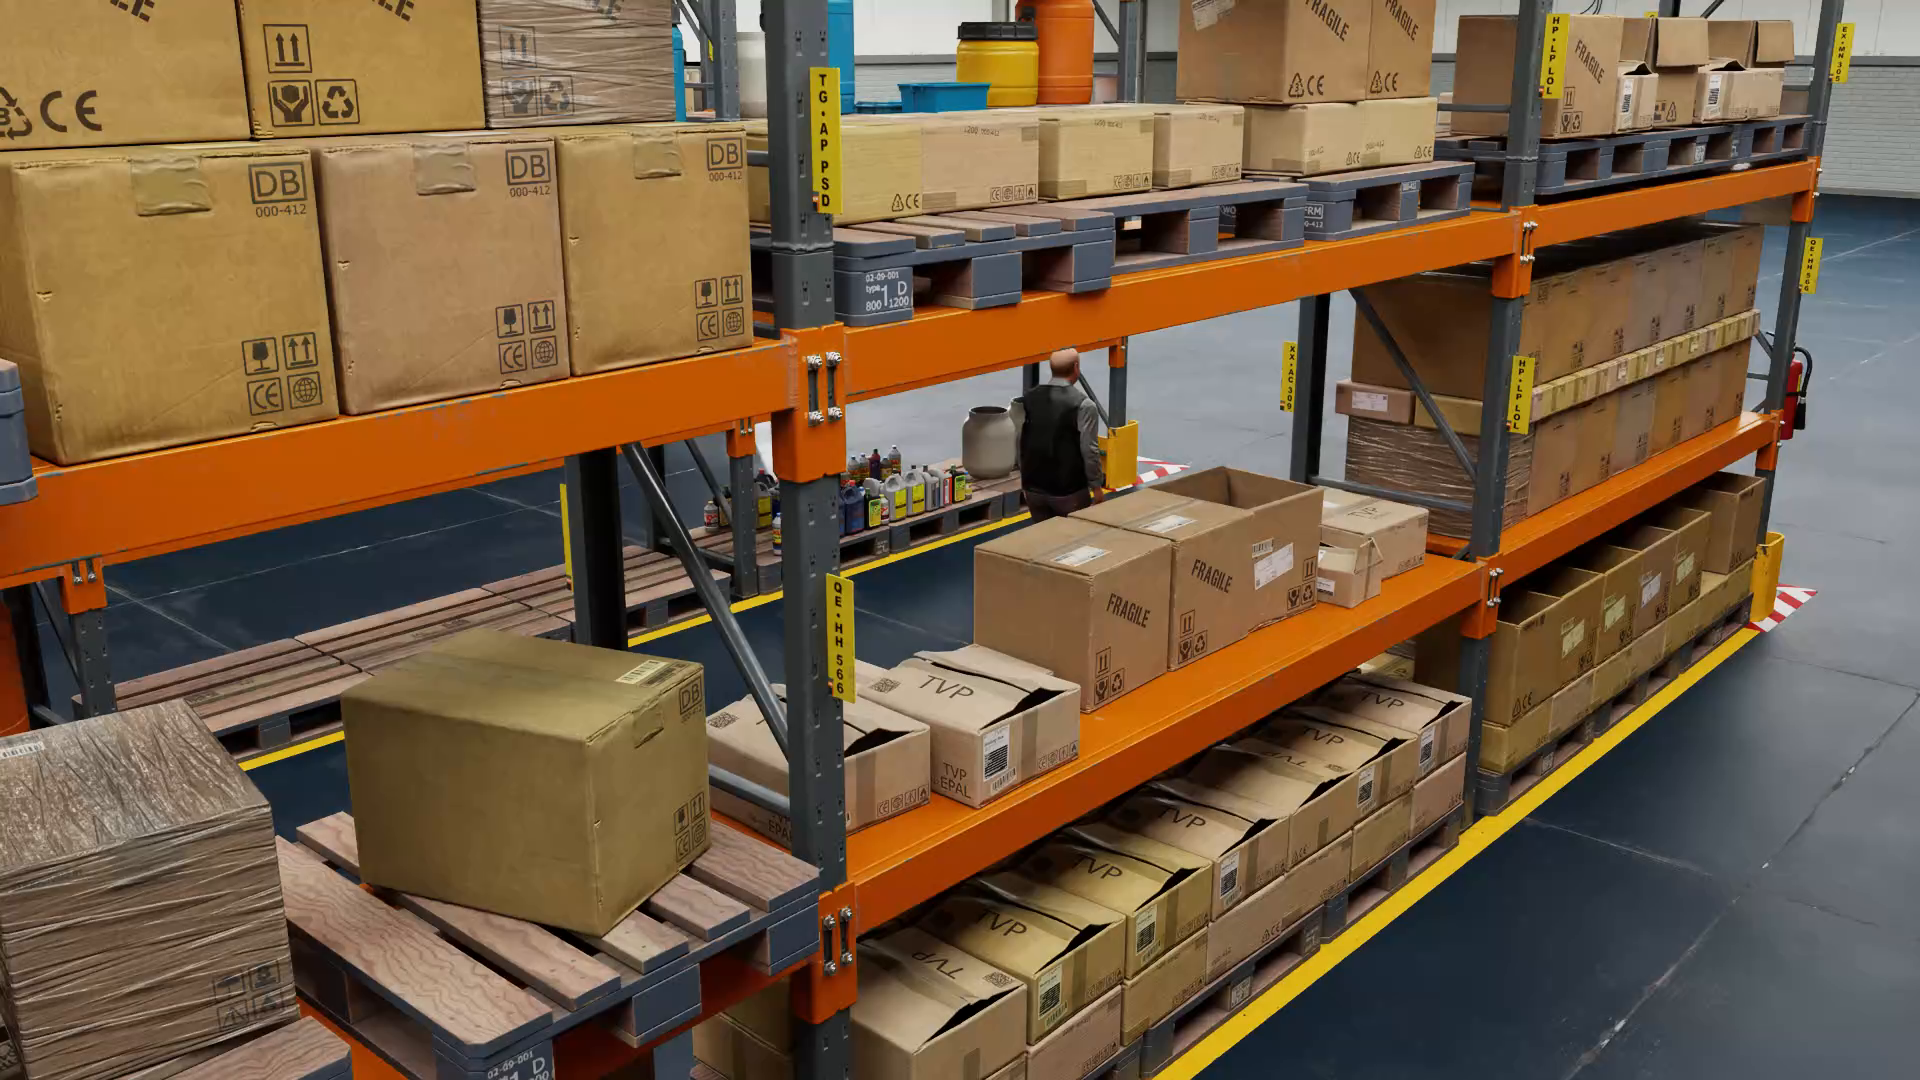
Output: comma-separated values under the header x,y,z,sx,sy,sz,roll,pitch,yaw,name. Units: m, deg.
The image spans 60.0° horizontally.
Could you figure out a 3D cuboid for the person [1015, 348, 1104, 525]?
x,y,z,sx,sy,sz,roll,pitch,yaw,name
0.601,-0.316,10.129,0.592,1.720,0.425,13,21,36,person
